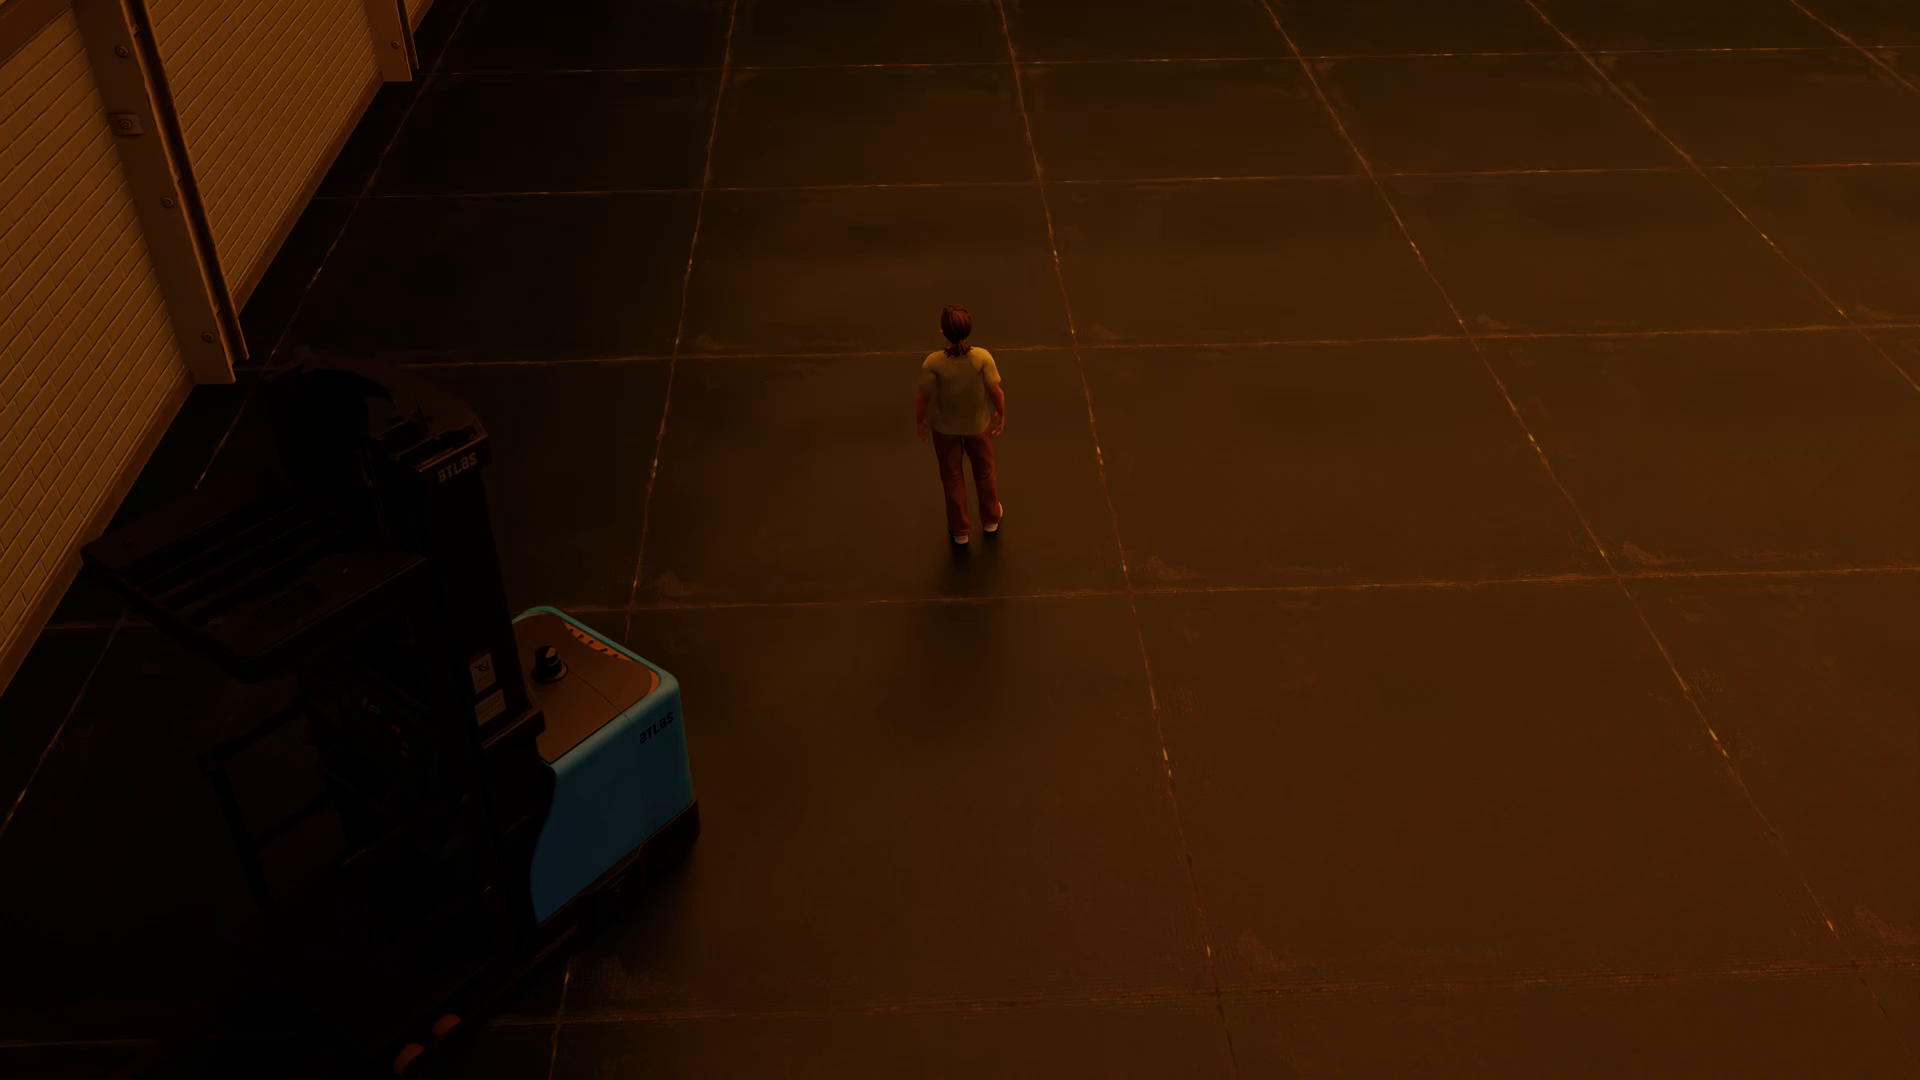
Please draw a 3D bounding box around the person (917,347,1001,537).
[{"bbox_3d":[0.005,-0.627,10.079,0.521,1.361,0.395,-2,36,-2],"label":"person"}]

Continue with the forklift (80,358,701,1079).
[{"bbox_3d":[-2.601,0.846,6.850,1.130,2.935,3.031,24,43,30],"label":"forklift"}]
